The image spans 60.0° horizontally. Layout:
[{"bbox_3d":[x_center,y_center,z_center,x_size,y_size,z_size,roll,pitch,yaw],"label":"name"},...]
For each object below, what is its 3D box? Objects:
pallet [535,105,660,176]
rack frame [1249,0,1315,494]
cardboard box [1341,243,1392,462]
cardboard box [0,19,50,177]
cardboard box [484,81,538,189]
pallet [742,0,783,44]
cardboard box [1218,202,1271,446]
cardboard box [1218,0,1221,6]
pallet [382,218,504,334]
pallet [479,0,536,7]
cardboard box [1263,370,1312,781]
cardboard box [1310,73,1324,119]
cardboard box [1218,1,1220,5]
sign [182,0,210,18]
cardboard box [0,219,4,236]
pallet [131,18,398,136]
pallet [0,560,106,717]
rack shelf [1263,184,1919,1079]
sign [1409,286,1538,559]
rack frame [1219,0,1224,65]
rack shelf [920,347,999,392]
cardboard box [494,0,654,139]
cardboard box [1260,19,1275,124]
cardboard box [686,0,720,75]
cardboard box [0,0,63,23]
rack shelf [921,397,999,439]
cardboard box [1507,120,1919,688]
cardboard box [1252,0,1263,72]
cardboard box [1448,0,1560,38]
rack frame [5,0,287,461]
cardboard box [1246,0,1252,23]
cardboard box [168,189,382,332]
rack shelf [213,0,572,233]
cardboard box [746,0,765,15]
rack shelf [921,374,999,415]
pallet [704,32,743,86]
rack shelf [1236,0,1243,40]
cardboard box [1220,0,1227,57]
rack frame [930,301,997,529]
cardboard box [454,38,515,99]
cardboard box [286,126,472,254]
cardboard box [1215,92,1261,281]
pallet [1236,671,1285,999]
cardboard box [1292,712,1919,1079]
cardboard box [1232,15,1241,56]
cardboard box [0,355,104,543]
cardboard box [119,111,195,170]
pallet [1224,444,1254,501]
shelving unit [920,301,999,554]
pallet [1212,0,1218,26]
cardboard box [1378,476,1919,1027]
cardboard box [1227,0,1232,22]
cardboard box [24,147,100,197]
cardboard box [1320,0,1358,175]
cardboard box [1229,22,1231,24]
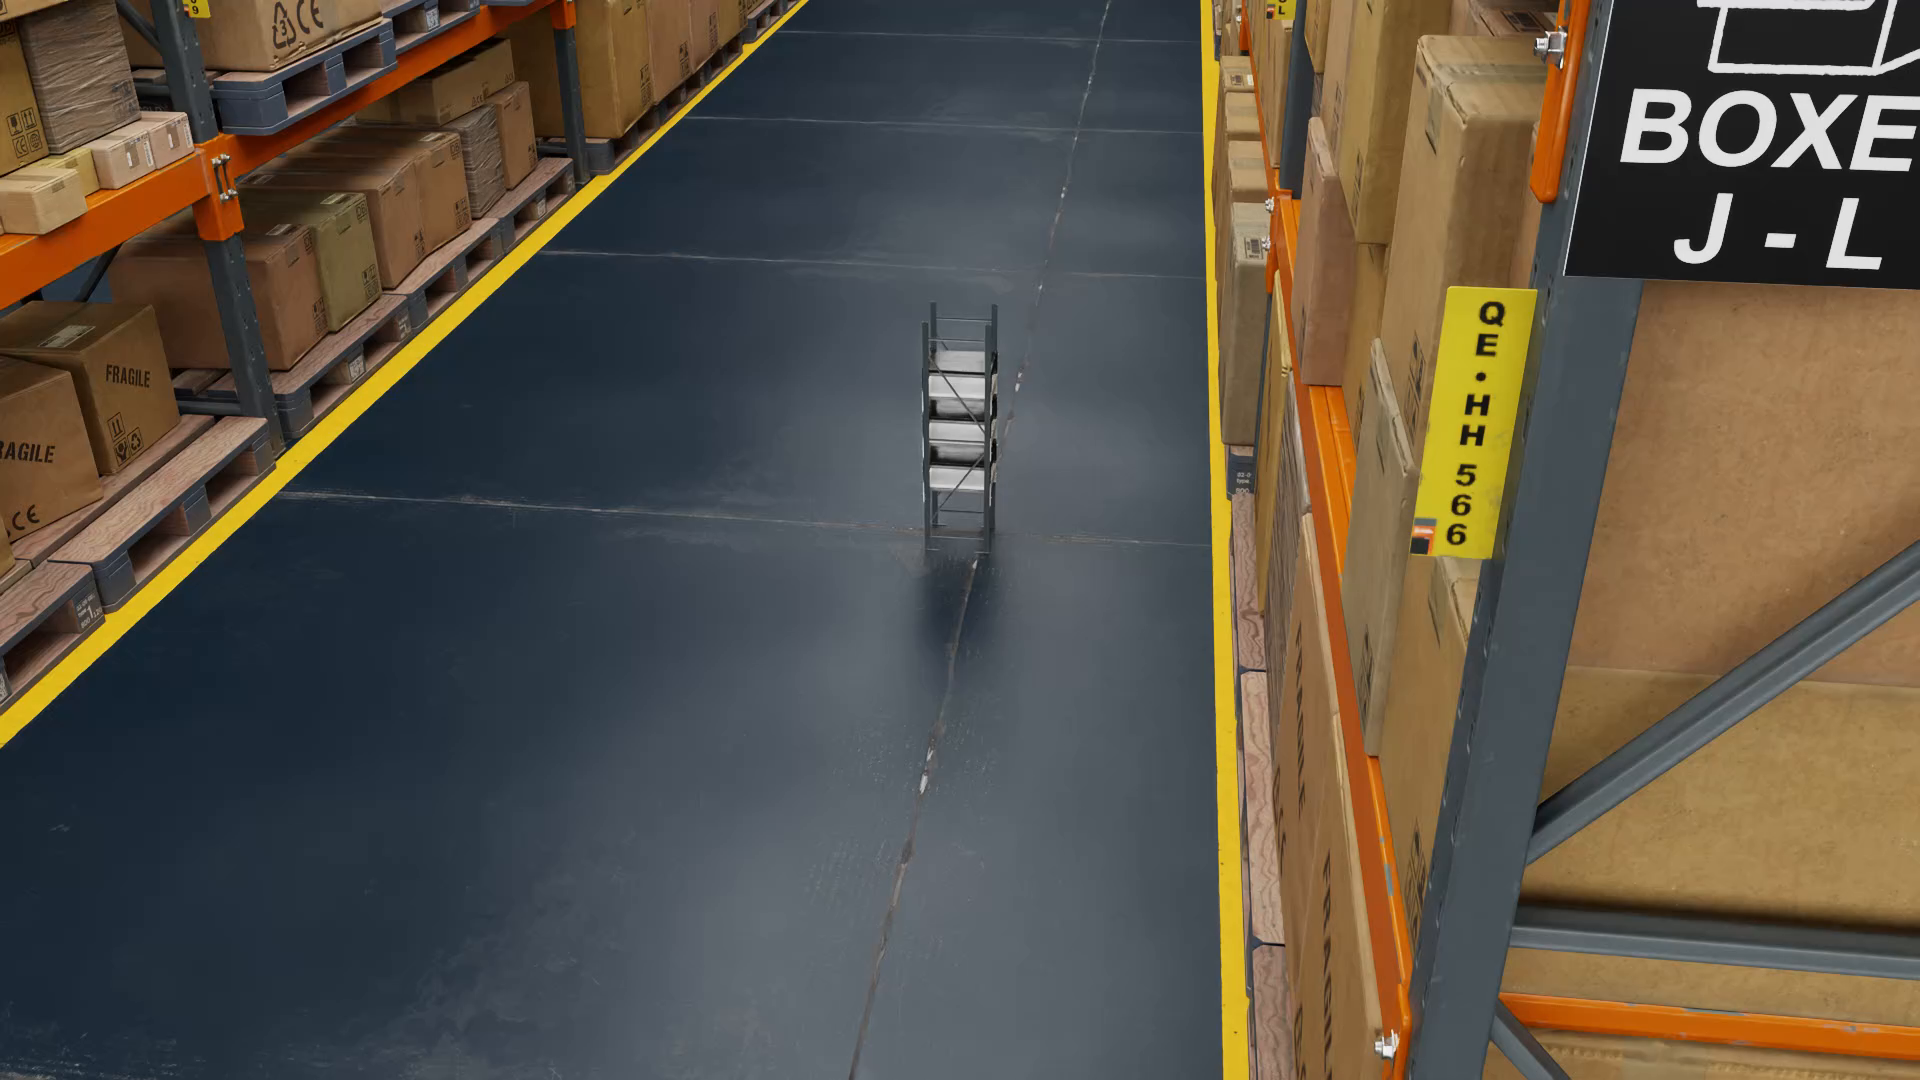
[{"bbox_3d":[-2.651,-2.713,11.063,1.003,0.211,1.213,3,28,6],"label":"pallet"},{"bbox_3d":[1.598,-1.355,5.603,1.000,3.000,0.127,3,28,6],"label":"rack frame"},{"bbox_3d":[1.371,-0.484,3.828,0.875,0.550,0.500,3,28,6],"label":"cardboard box"},{"bbox_3d":[-3.525,-1.424,5.312,0.875,0.500,0.500,3,28,6],"label":"cardboard box"},{"bbox_3d":[-2.885,-2.351,9.622,0.700,0.500,0.500,2,28,4],"label":"cardboard box"},{"bbox_3d":[-2.161,-4.582,14.533,1.003,0.211,1.213,3,28,6],"label":"pallet"},{"bbox_3d":[1.585,-0.847,6.589,1.050,0.750,0.750,3,28,6],"label":"cardboard box"},{"bbox_3d":[2.322,-4.476,13.646,0.380,0.149,0.250,2,28,4],"label":"cardboard box"},{"bbox_3d":[-3.072,-1.406,8.637,1.003,0.211,1.213,3,28,6],"label":"pallet"},{"bbox_3d":[-2.804,-3.148,9.132,1.213,0.211,1.003,3,28,6],"label":"pallet"},{"bbox_3d":[1.345,0.112,4.677,0.875,0.875,0.875,4,29,7],"label":"cardboard box"},{"bbox_3d":[1.564,-1.247,5.244,0.875,0.550,0.550,3,28,6],"label":"cardboard box"},{"bbox_3d":[2.371,-4.501,14.005,0.380,0.149,0.250,2,28,5],"label":"cardboard box"},{"bbox_3d":[-2.773,-2.044,5.969,0.100,0.325,0.005,3,28,6],"label":"sign"},{"bbox_3d":[-3.259,-0.997,5.202,0.380,0.149,0.250,3,28,6],"label":"cardboard box"},{"bbox_3d":[-3.074,-1.958,6.924,1.003,0.211,1.213,3,28,6],"label":"pallet"},{"bbox_3d":[-3.507,0.431,5.228,1.003,0.211,1.213,3,28,6],"label":"pallet"},{"bbox_3d":[1.353,-0.097,4.026,1.077,0.370,4.000,3,28,6],"label":"rack shelf"},{"bbox_3d":[0.571,-0.124,1.848,0.100,0.325,0.005,3,28,6],"label":"sign"},{"bbox_3d":[2.578,-5.121,12.593,1.000,3.000,0.127,3,28,6],"label":"rack frame"},{"bbox_3d":[0.001,-0.608,5.931,0.258,0.077,0.200,3,28,6],"label":"rack shelf"},{"bbox_3d":[-2.717,-3.147,10.726,1.225,0.875,0.875,2,28,4],"label":"cardboard box"},{"bbox_3d":[1.458,-1.898,6.505,0.500,0.500,0.500,3,28,6],"label":"cardboard box"},{"bbox_3d":[-2.499,-3.983,12.278,1.225,0.875,0.875,2,28,4],"label":"cardboard box"},{"bbox_3d":[-3.154,-1.843,5.035,0.500,0.500,0.500,3,28,6],"label":"cardboard box"},{"bbox_3d":[0.001,-0.450,6.017,0.258,0.077,0.200,3,28,6],"label":"rack shelf"},{"bbox_3d":[1.192,-0.186,2.136,0.875,0.550,0.550,3,28,6],"label":"cardboard box"},{"bbox_3d":[1.580,-2.375,7.391,0.500,0.500,0.500,3,28,6],"label":"cardboard box"},{"bbox_3d":[1.371,-0.706,3.101,0.875,0.550,0.550,3,28,6],"label":"cardboard box"},{"bbox_3d":[-3.312,-1.691,6.226,1.000,3.000,0.127,3,28,6],"label":"rack frame"},{"bbox_3d":[1.705,-2.847,8.266,0.500,0.500,0.500,3,28,6],"label":"cardboard box"},{"bbox_3d":[-3.139,-1.295,7.664,0.700,0.500,0.500,3,28,6],"label":"cardboard box"},{"bbox_3d":[-3.067,-2.316,8.144,1.077,0.370,4.000,3,28,6],"label":"rack shelf"},{"bbox_3d":[-2.172,-5.012,14.188,0.875,0.875,0.875,3,28,6],"label":"cardboard box"},{"bbox_3d":[0.001,-0.529,5.974,0.258,0.077,0.200,3,28,6],"label":"rack shelf"},{"bbox_3d":[-2.352,-3.861,13.195,1.003,0.211,1.213,3,28,6],"label":"pallet"},{"bbox_3d":[2.333,-3.863,11.016,1.077,0.370,4.000,3,28,6],"label":"rack shelf"},{"bbox_3d":[2.224,-3.873,12.469,0.500,0.500,0.500,4,29,8],"label":"cardboard box"},{"bbox_3d":[0.013,-0.448,6.132,0.240,0.900,0.006,3,28,6],"label":"rack frame"},{"bbox_3d":[-2.875,-2.680,9.443,0.500,0.250,0.500,4,29,8],"label":"cardboard box"},{"bbox_3d":[-3.002,-1.821,8.640,0.700,0.500,0.500,6,29,10],"label":"cardboard box"},{"bbox_3d":[1.820,-1.739,8.245,1.050,0.750,0.750,4,29,7],"label":"cardboard box"},{"bbox_3d":[1.280,0.802,4.539,1.003,0.211,1.213,3,28,6],"label":"pallet"},{"bbox_3d":[1.125,0.955,3.112,0.875,0.875,0.875,4,29,6],"label":"cardboard box"},{"bbox_3d":[1.911,-2.990,10.039,0.500,0.250,0.500,3,28,5],"label":"cardboard box"},{"bbox_3d":[-3.464,-0.319,5.873,0.500,0.500,0.500,13,31,22],"label":"cardboard box"},{"bbox_3d":[-3.047,-1.462,6.066,0.380,0.149,0.250,3,28,6],"label":"cardboard box"},{"bbox_3d":[1.618,-0.495,6.946,1.003,0.211,1.213,3,28,6],"label":"pallet"},{"bbox_3d":[0.001,-0.400,6.044,0.258,0.900,0.210,3,28,6],"label":"shelving unit"},{"bbox_3d":[2.772,-4.787,14.914,1.003,0.211,1.213,3,28,6],"label":"pallet"},{"bbox_3d":[1.108,0.284,2.401,0.875,0.550,0.550,3,28,6],"label":"cardboard box"},{"bbox_3d":[2.096,-3.712,11.380,0.500,0.250,0.500,4,29,8],"label":"cardboard box"},{"bbox_3d":[-3.177,-1.231,5.637,0.380,0.149,0.250,3,28,6],"label":"cardboard box"},{"bbox_3d":[1.364,-1.213,4.042,0.875,0.550,0.550,3,28,6],"label":"cardboard box"},{"bbox_3d":[2.110,-3.376,11.547,0.500,0.500,0.500,4,29,7],"label":"cardboard box"}]
